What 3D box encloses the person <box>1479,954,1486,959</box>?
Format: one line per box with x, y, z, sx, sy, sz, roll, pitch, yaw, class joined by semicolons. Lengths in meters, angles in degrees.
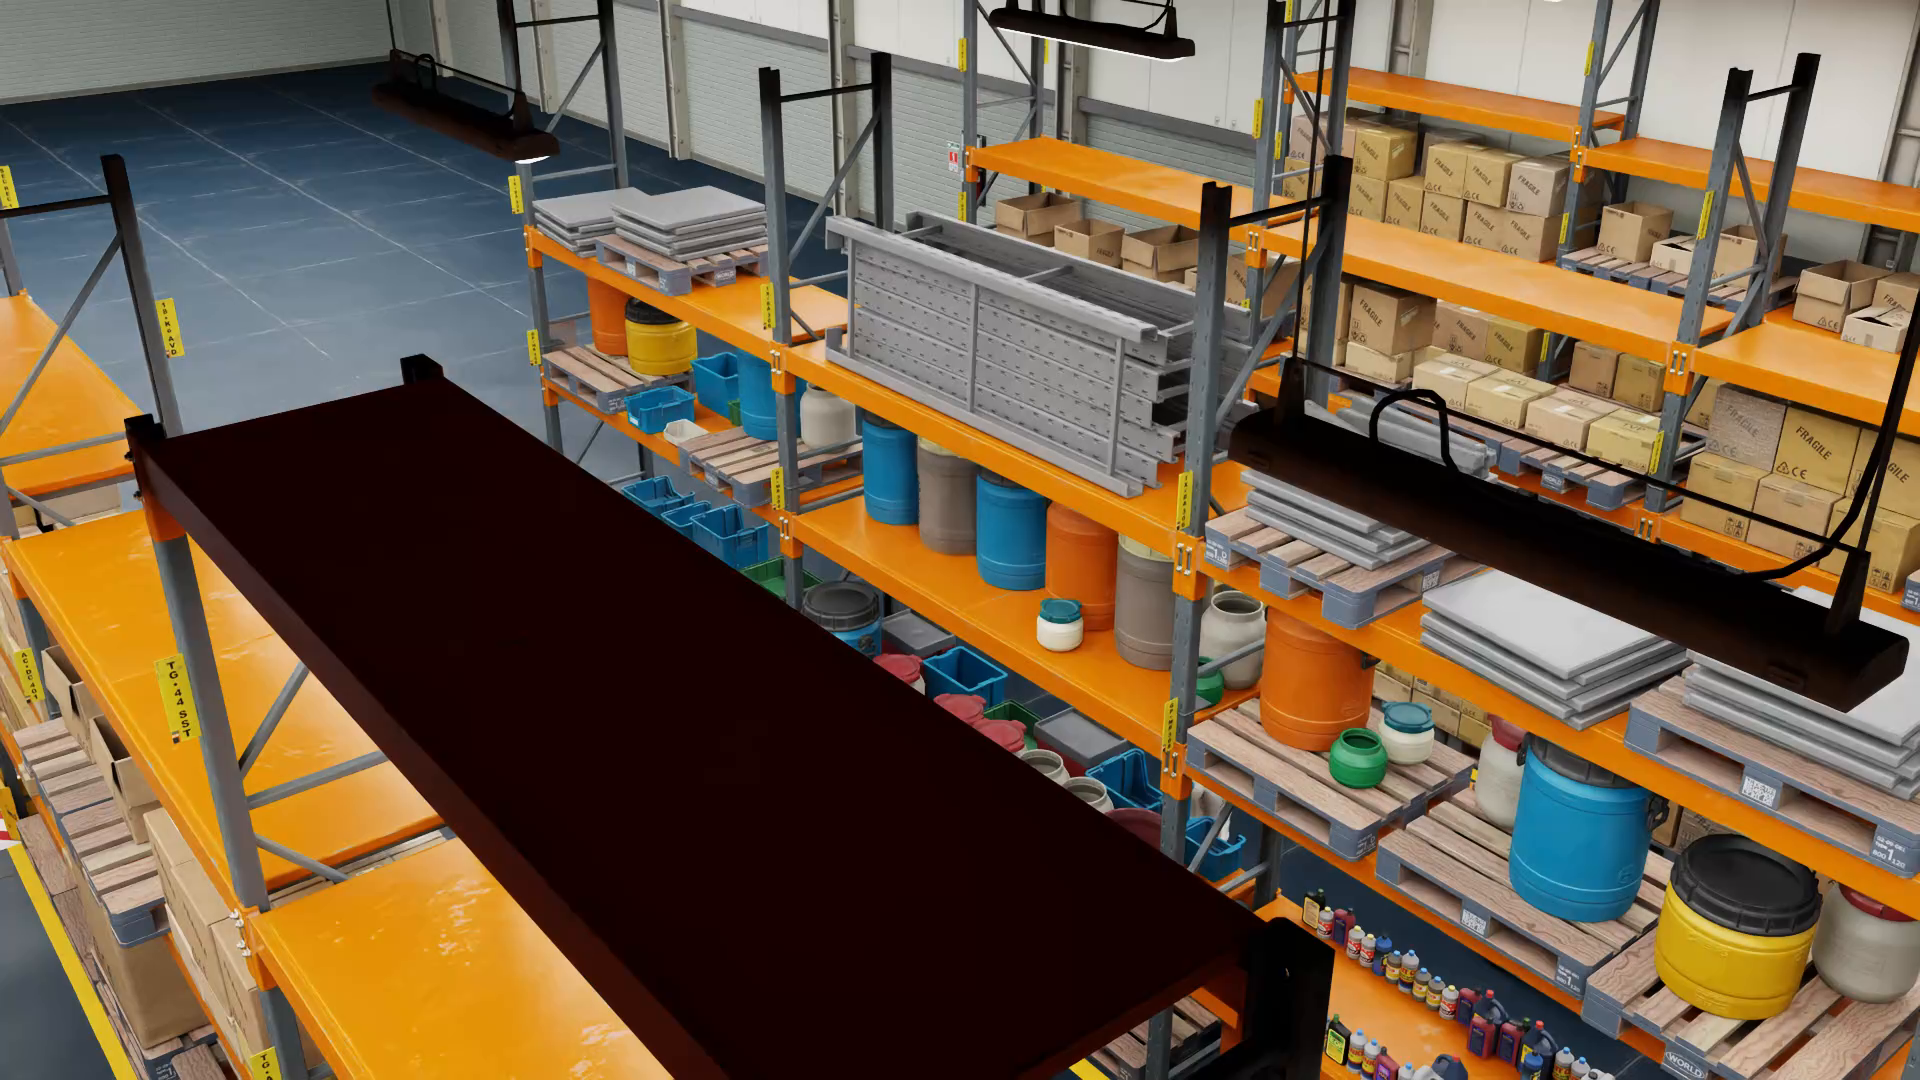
4.137;2.384;11.434;0.450;1.621;1.045;-20;32;-35;person

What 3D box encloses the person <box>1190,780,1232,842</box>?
1.710;2.096;11.891;0.442;1.783;0.607;-6;26;-12;person
